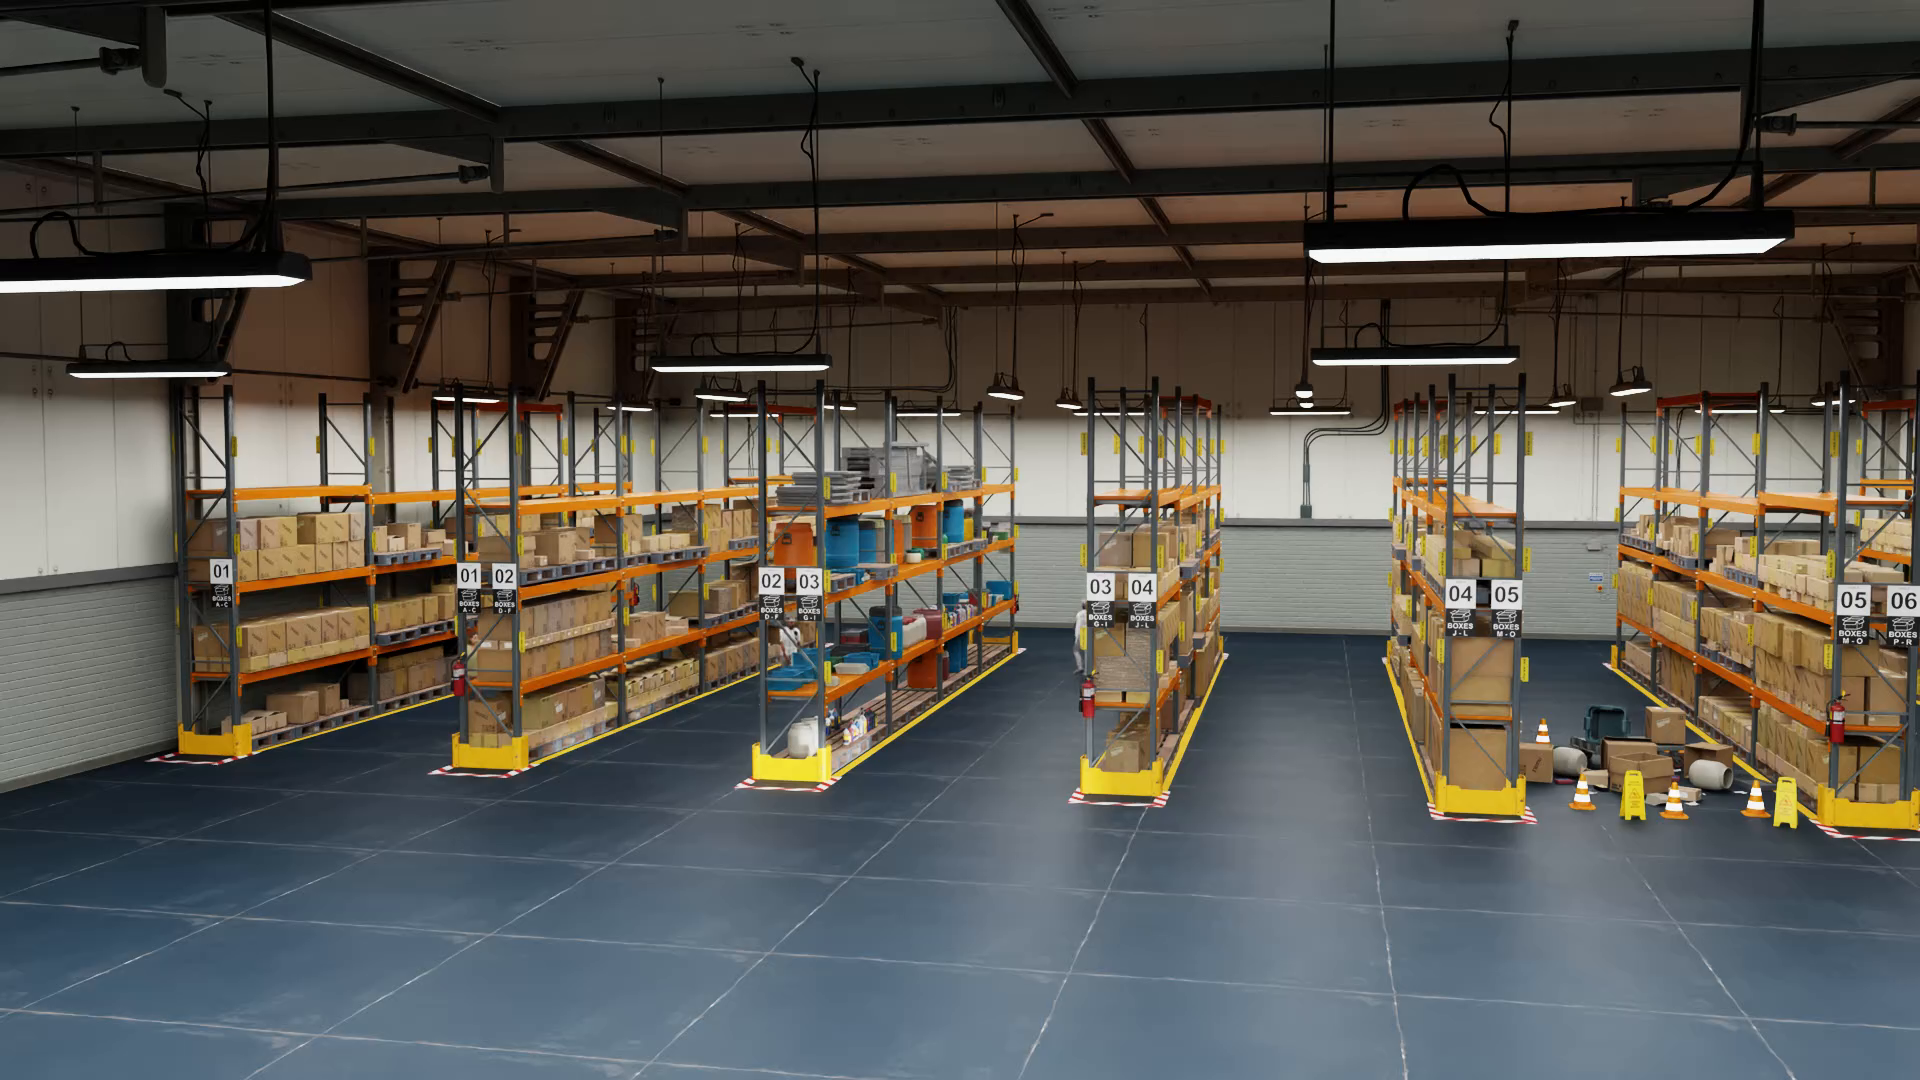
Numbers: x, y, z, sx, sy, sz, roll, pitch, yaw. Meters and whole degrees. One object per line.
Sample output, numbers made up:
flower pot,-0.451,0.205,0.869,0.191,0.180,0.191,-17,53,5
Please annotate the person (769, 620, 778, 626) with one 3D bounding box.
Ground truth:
person,-4.750,1.711,42.823,0.557,1.759,0.579,-2,4,-27

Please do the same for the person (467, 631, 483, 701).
person,-8.808,2.499,30.098,0.472,1.663,0.762,-1,3,-11

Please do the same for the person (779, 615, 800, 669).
person,-3.437,2.309,33.590,0.425,1.595,1.087,0,3,-5

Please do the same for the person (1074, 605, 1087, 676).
person,2.736,2.146,36.285,0.507,1.622,0.447,-1,3,-15
